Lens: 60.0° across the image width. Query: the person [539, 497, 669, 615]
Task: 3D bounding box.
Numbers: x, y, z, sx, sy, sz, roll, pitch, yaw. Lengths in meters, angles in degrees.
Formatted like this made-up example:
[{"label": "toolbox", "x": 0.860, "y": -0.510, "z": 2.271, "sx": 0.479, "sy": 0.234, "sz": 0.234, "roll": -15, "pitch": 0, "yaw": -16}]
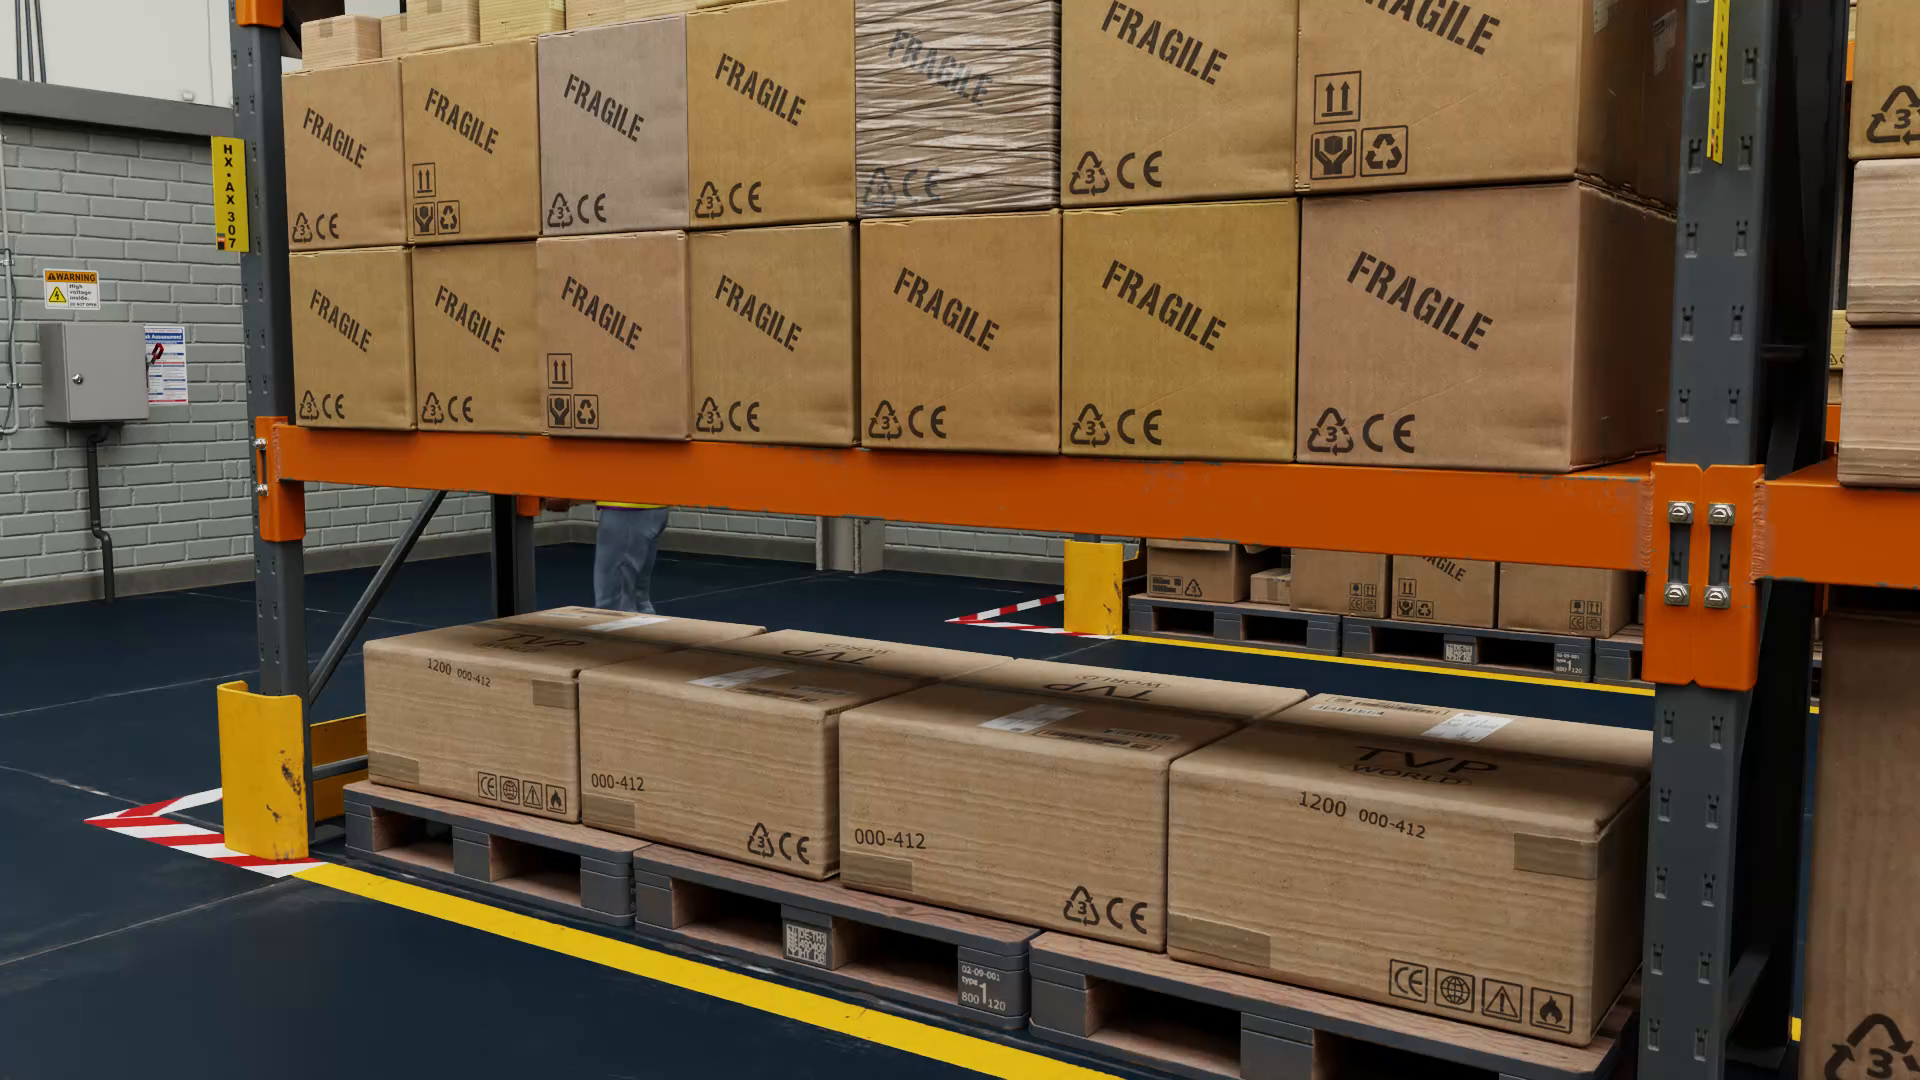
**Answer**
[{"label": "person", "x": -1.445, "y": -0.125, "z": 6.823, "sx": 0.566, "sy": 1.762, "sz": 0.504, "roll": 0, "pitch": 6, "yaw": -2}]
